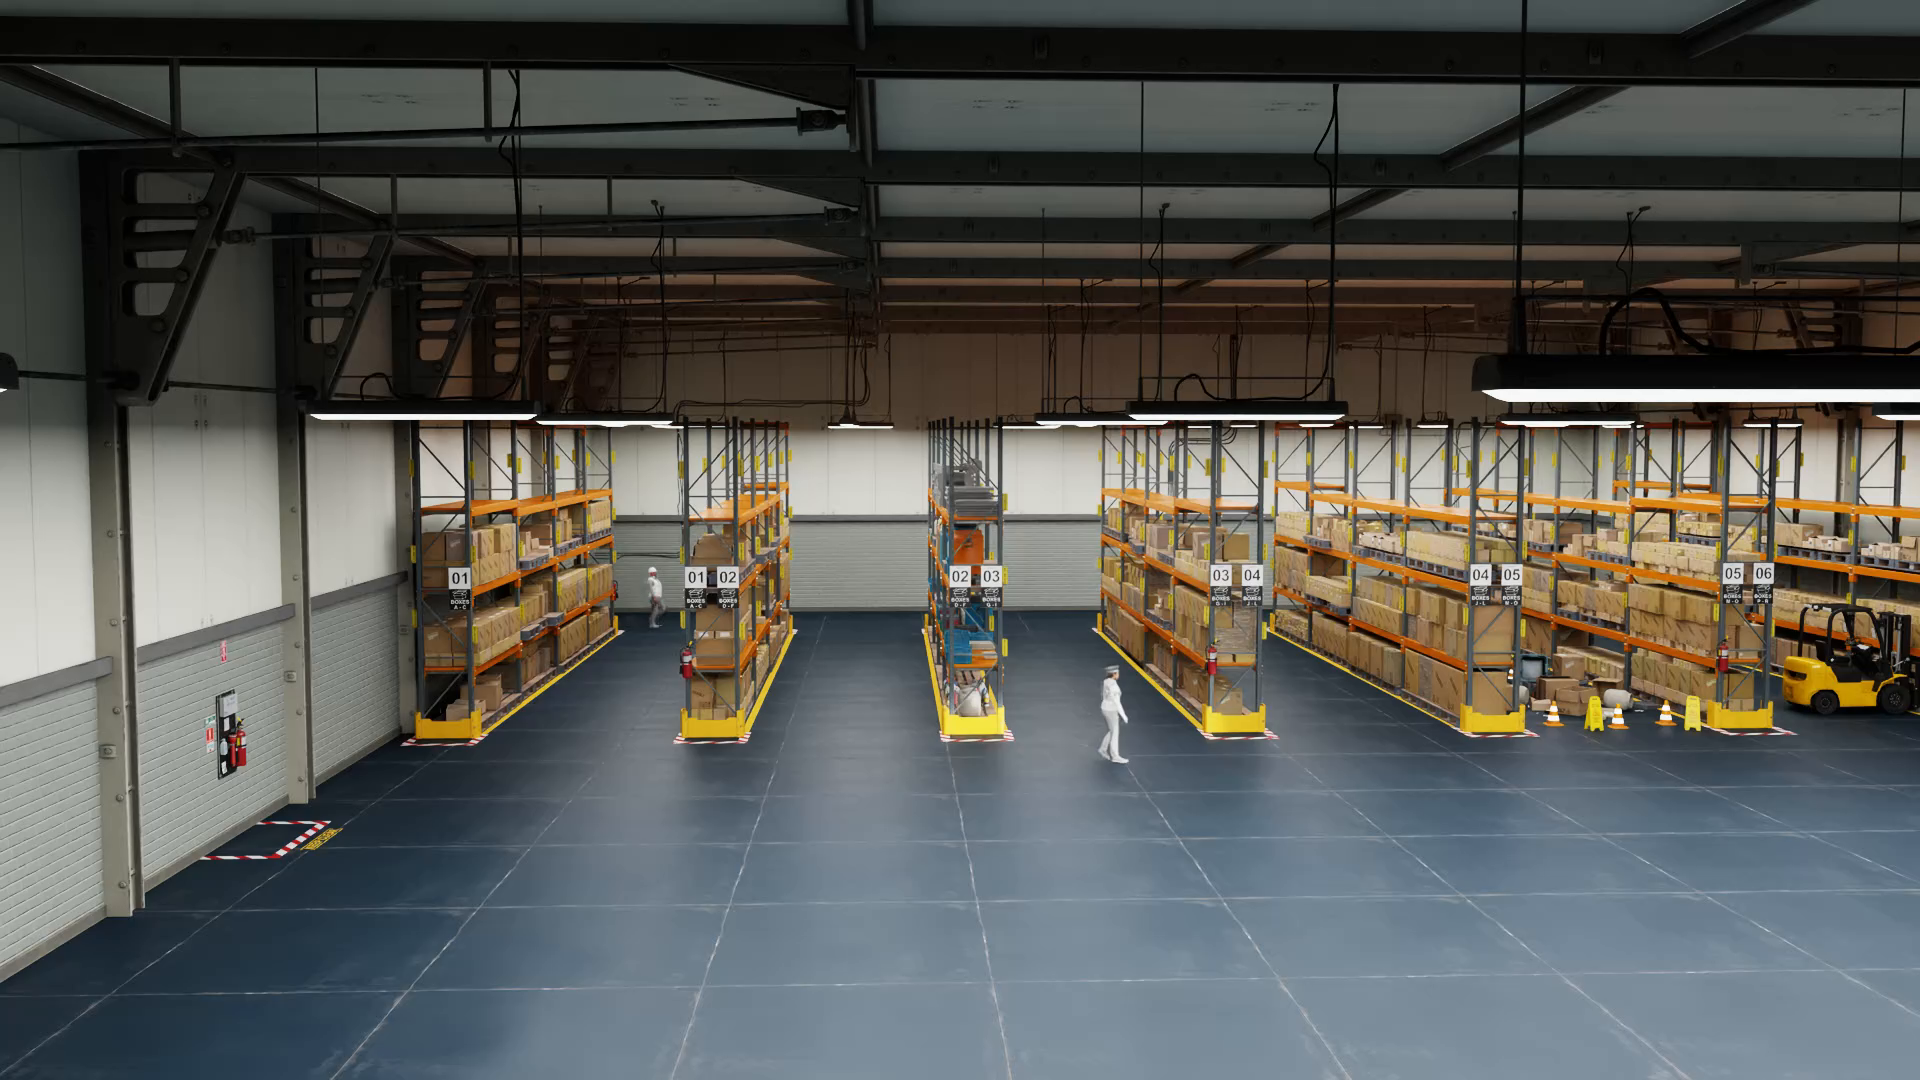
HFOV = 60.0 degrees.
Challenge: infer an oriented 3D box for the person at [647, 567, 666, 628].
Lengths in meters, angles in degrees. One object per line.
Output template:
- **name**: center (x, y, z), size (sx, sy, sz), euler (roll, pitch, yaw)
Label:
- **person**: center (-8.829, 1.673, 48.339), size (0.473, 1.767, 0.553), euler (0, 4, 6)

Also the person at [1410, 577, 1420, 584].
- **person**: center (12.426, 1.854, 45.494), size (0.614, 1.819, 0.504), euler (-2, 4, -28)

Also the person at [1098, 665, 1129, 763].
- **person**: center (2.643, 3.003, 28.825), size (0.485, 1.681, 0.608), euler (-1, 4, -9)
